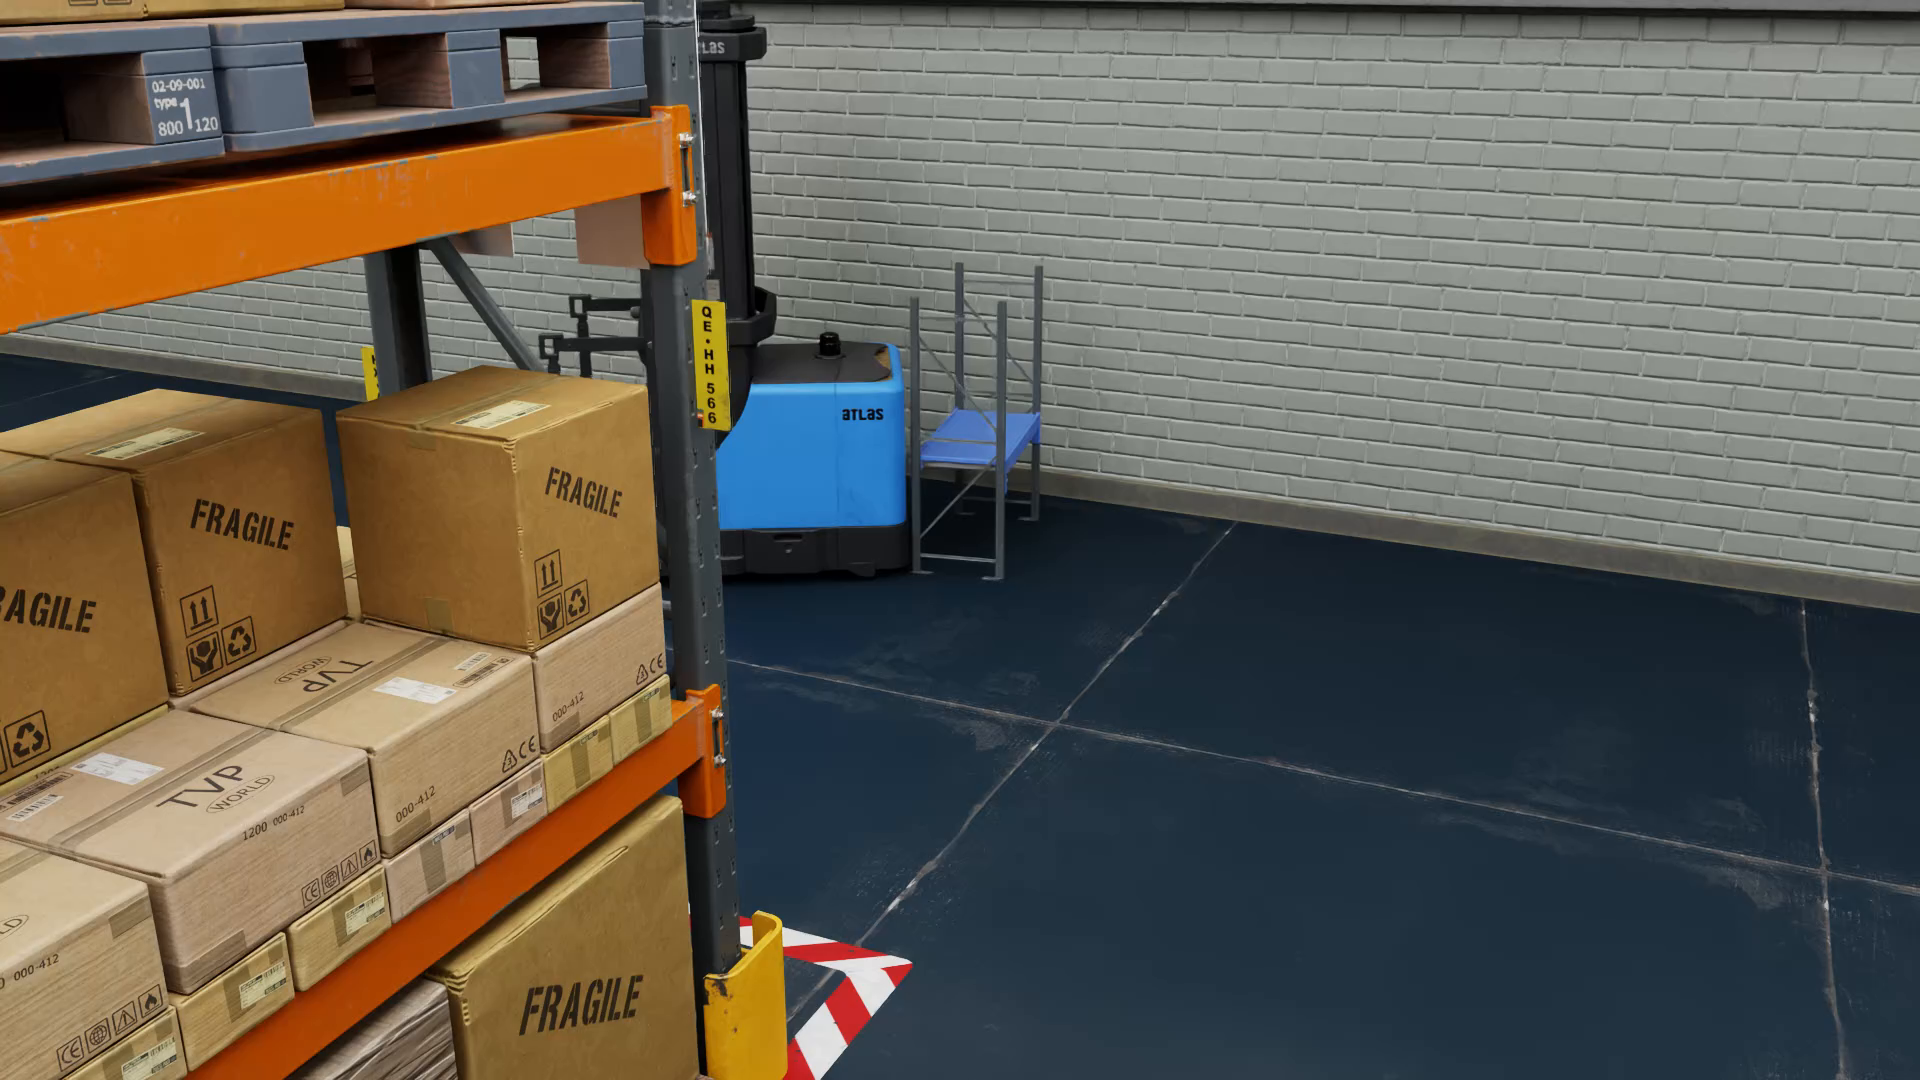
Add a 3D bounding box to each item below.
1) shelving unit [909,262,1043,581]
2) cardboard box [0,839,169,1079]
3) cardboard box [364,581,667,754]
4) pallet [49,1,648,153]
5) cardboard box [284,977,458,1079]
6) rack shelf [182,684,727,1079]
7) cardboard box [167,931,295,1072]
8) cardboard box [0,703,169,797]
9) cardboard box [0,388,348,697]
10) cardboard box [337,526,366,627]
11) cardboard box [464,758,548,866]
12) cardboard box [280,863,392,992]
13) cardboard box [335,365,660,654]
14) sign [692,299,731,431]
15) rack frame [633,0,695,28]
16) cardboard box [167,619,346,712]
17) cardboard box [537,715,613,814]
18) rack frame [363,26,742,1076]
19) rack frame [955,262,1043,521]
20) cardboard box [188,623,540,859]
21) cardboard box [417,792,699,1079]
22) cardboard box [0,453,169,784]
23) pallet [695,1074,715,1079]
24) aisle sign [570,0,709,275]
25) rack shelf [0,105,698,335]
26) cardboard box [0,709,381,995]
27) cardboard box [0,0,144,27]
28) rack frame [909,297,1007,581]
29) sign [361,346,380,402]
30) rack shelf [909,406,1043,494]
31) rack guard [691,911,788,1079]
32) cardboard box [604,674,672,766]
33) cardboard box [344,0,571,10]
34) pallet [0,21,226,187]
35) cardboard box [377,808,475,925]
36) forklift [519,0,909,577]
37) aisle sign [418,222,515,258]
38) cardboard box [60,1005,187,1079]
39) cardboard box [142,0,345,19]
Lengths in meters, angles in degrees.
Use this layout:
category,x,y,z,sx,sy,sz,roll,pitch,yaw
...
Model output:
category,x,y,z,sx,sy,sz,roll,pitch,yaw
shelving unit,0.104,-0.678,9.138,0.538,1.500,1.048,4,20,12
cardboard box,-1.692,0.732,2.715,0.500,0.250,0.500,9,21,23
cardboard box,-1.066,0.261,4.038,0.500,0.250,0.500,8,21,22
pallet,-1.404,-0.997,3.452,1.003,0.211,1.213,9,21,23
cardboard box,-1.671,1.434,3.504,0.875,0.875,0.875,9,21,23
rack shelf,-1.928,1.096,2.983,1.077,0.370,4.000,9,21,23
cardboard box,-1.477,0.810,3.089,0.380,0.149,0.250,9,21,23
cardboard box,-1.968,0.499,3.368,0.500,0.250,0.500,8,21,21
cardboard box,-1.757,-0.014,3.693,0.500,0.500,0.500,8,21,21
cardboard box,-1.552,0.186,4.248,0.500,0.250,0.500,8,21,21
cardboard box,-1.164,0.575,3.750,0.380,0.149,0.250,9,21,23
cardboard box,-1.372,0.731,3.312,0.380,0.149,0.250,8,21,21
cardboard box,-1.069,-0.092,3.911,0.500,0.500,0.500,9,21,23
sign,-0.620,-0.432,4.126,0.100,0.325,0.005,9,21,23
rack frame,-1.109,-2.680,3.576,1.000,3.000,0.127,9,21,23
cardboard box,-1.759,0.346,3.799,0.500,0.250,0.500,8,21,22
cardboard box,-1.060,0.498,3.966,0.380,0.149,0.250,9,21,23
rack frame,-1.109,0.146,4.581,1.000,3.000,0.127,9,21,23
rack frame,0.219,-0.844,9.604,0.500,1.500,0.032,4,20,12
cardboard box,-1.274,0.416,3.602,0.500,0.250,0.500,8,21,22
cardboard box,-1.298,1.156,4.286,0.875,0.875,0.875,9,21,23
cardboard box,-1.964,0.145,3.245,0.500,0.500,0.500,8,21,21
pallet,-1.365,1.715,4.331,1.003,0.211,1.213,9,21,23
aisle sign,-0.806,-1.060,4.092,0.394,0.787,0.004,9,21,23
rack shelf,-1.928,-0.317,2.480,1.077,0.370,4.000,9,21,23
cardboard box,-1.482,0.572,3.164,0.500,0.250,0.500,8,21,21
cardboard box,-1.781,-1.073,2.607,0.700,0.500,0.500,7,21,19
rack frame,-0.011,-0.512,8.671,0.500,1.500,0.032,4,20,12
sign,-1.613,-0.377,4.642,0.100,0.325,0.005,9,21,23
rack shelf,0.104,-0.509,9.198,0.538,0.185,1.000,4,20,12
rack guard,-1.100,1.316,5.021,1.175,0.500,0.348,9,21,23
cardboard box,-0.955,0.418,4.190,0.380,0.149,0.250,9,21,24
cardboard box,-1.273,-1.393,3.507,0.700,0.500,0.500,7,21,19
pallet,-1.902,-0.623,2.400,1.003,0.211,1.213,9,21,23
cardboard box,-1.267,0.651,3.536,0.380,0.149,0.250,9,21,24
forklift,-1.813,-1.303,8.758,3.031,2.935,1.130,-1,20,-4
aisle sign,-1.354,-1.142,4.323,0.394,0.787,0.004,9,21,23
cardboard box,-1.581,0.886,2.876,0.380,0.149,0.250,9,21,24
cardboard box,-1.614,-1.237,3.070,0.700,0.500,0.500,8,21,21
